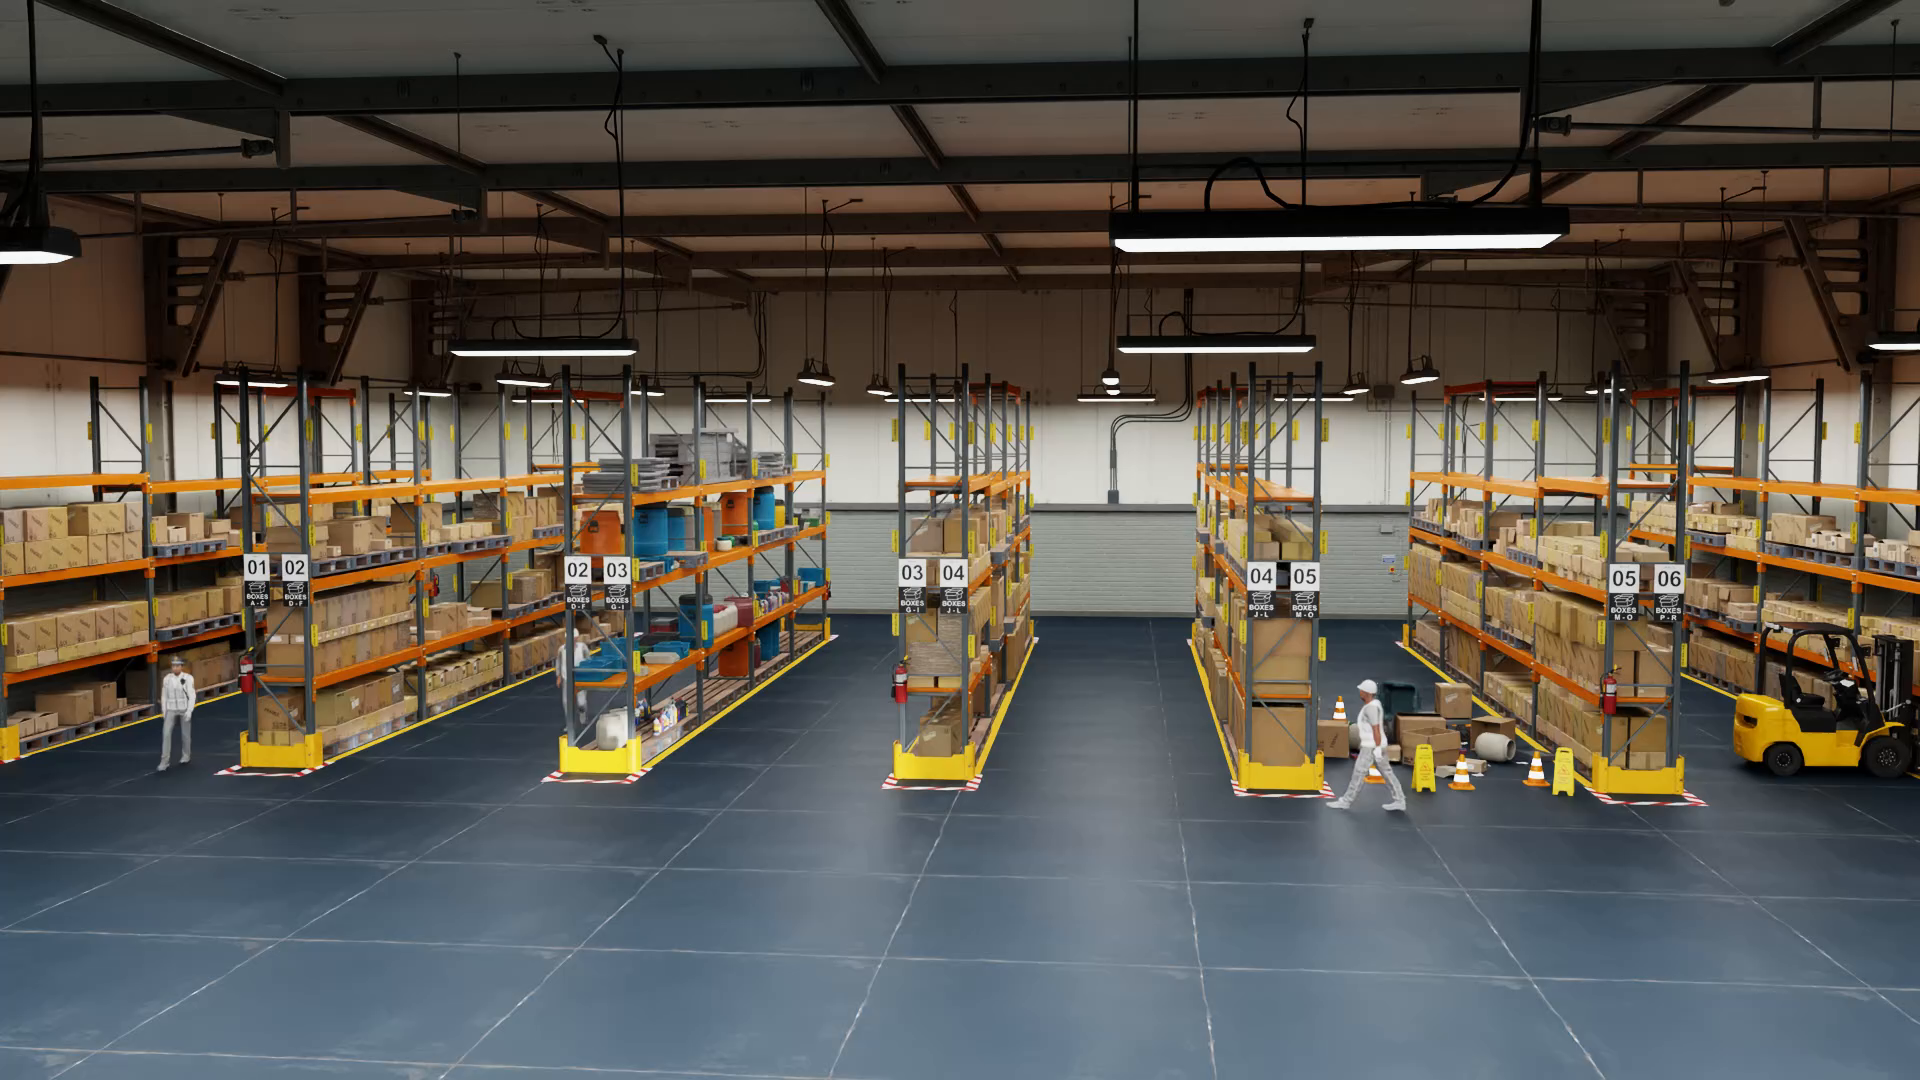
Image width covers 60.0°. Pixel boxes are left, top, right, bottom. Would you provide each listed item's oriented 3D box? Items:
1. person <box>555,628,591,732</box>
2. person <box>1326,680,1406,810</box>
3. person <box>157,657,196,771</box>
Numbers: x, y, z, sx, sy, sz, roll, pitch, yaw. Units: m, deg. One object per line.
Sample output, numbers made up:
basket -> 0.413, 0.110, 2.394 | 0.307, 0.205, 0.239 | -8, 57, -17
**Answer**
person -> -6.522, 2.330, 28.134 | 0.624, 1.756, 0.638 | 0, 4, -2
person -> 5.385, 2.701, 21.982 | 1.010, 1.717, 0.618 | 1, 4, 20
person -> -11.737, 2.560, 24.930 | 0.492, 1.645, 0.874 | -1, 4, -15
